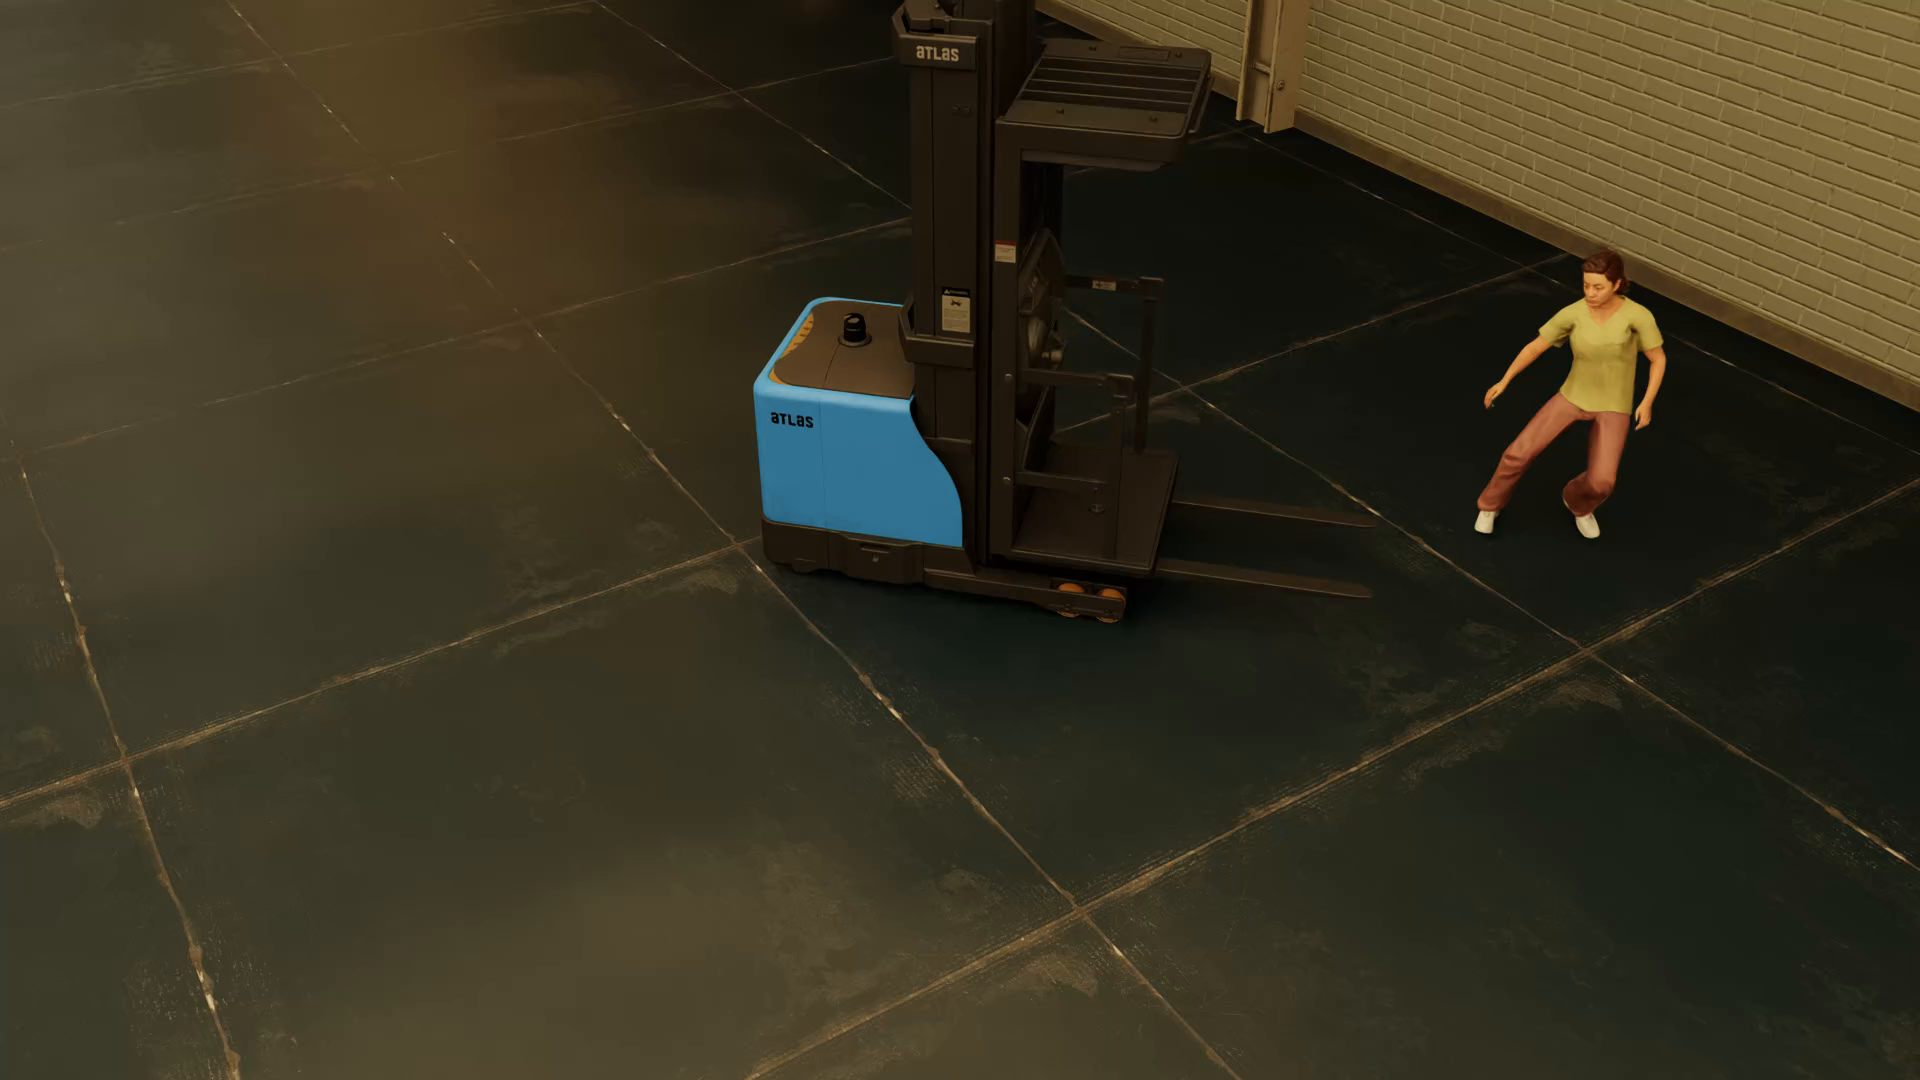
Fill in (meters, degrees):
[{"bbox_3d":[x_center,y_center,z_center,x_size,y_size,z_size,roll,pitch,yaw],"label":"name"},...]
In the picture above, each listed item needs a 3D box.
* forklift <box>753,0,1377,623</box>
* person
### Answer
[{"bbox_3d":[0.570,-1.132,7.759,3.031,2.935,1.130,8,36,11],"label":"forklift"},{"bbox_3d":[3.082,-0.694,8.339,0.771,1.544,0.557,22,41,28],"label":"person"}]
